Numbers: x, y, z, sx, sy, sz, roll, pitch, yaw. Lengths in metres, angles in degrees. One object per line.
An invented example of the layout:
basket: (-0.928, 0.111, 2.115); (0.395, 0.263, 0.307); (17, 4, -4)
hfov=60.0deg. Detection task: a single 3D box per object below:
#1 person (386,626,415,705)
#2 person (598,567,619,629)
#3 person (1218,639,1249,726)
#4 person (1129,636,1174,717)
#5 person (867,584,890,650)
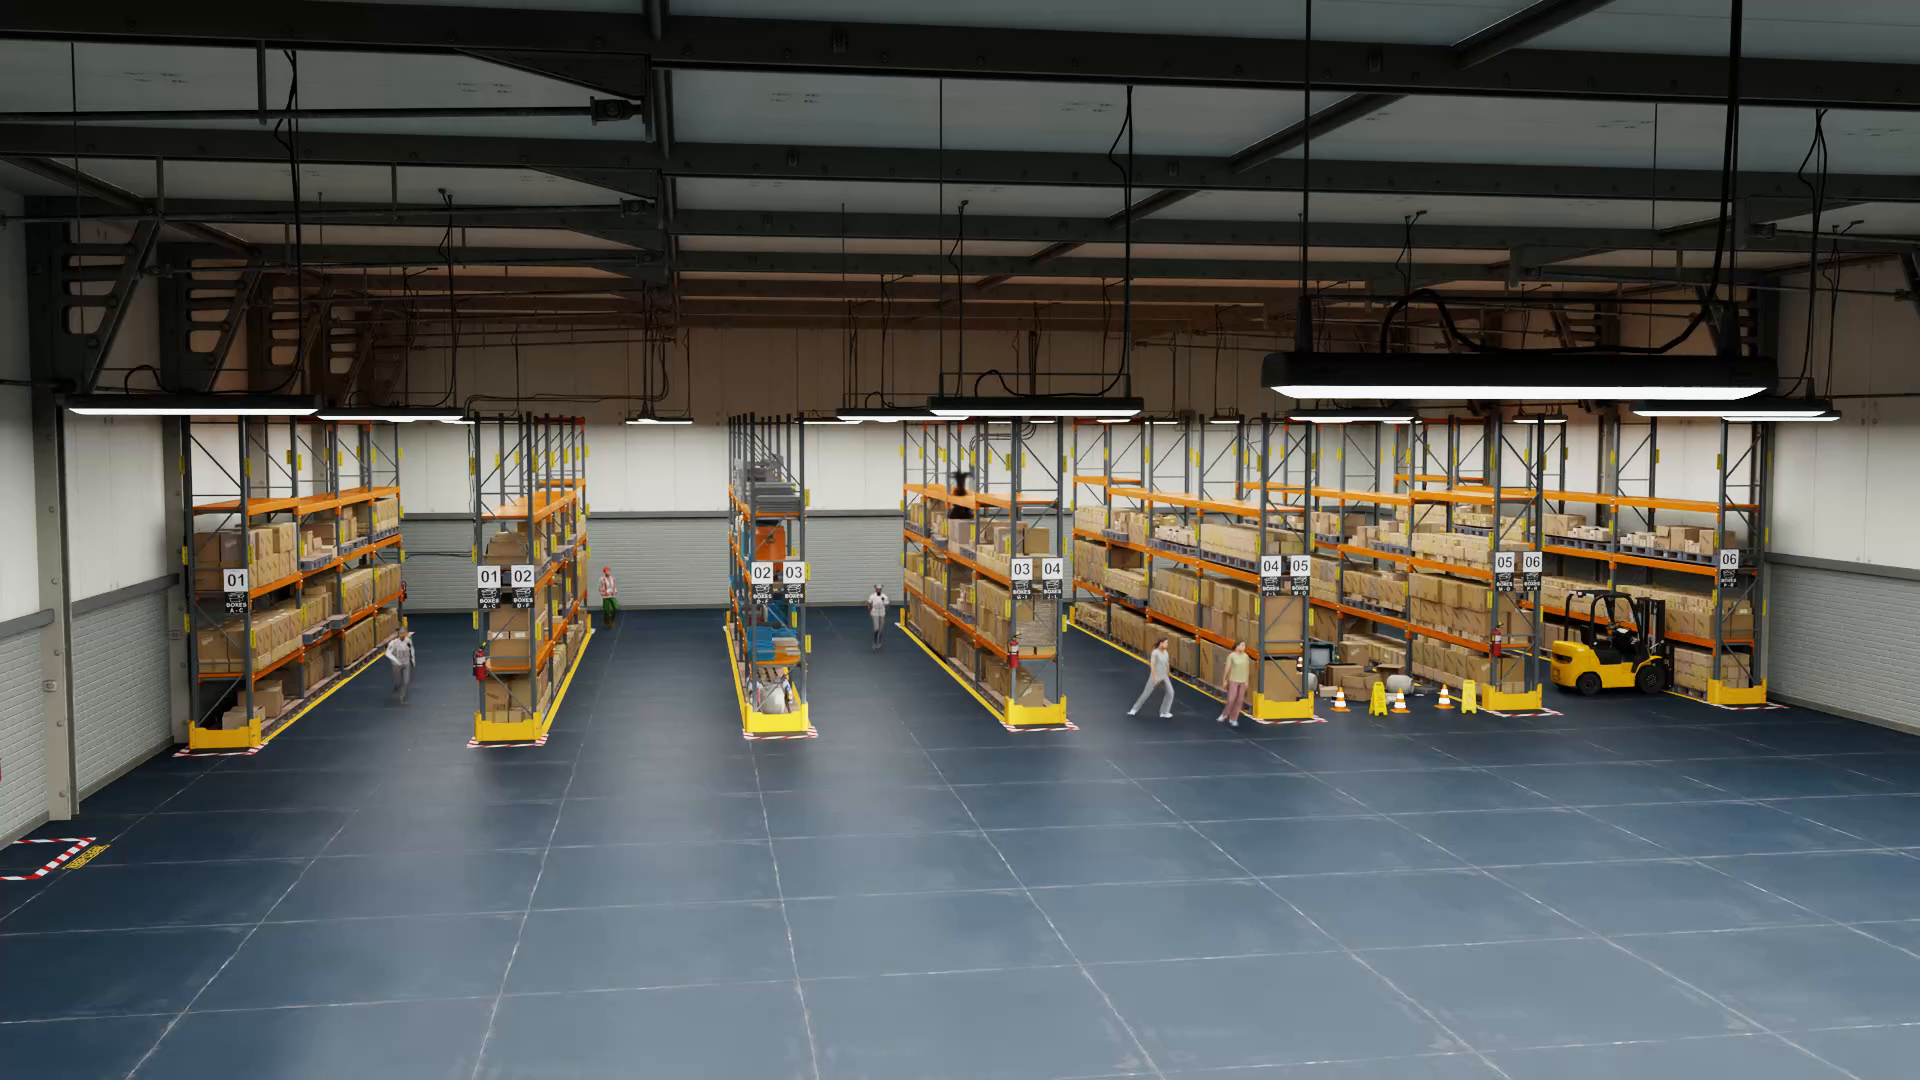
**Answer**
person: (-11.578, 2.579, 34.407); (0.609, 1.642, 0.718); (-2, 5, -31)
person: (-9.979, 1.640, 47.164); (0.619, 1.775, 0.633); (-3, 5, -36)
person: (5.254, 2.735, 31.903); (0.605, 1.688, 0.438); (-1, 4, -18)
person: (3.757, 2.690, 32.799); (0.727, 1.602, 0.698); (-2, 5, -31)
person: (-2.081, 1.977, 42.822); (0.576, 1.732, 0.725); (-1, 4, -12)
